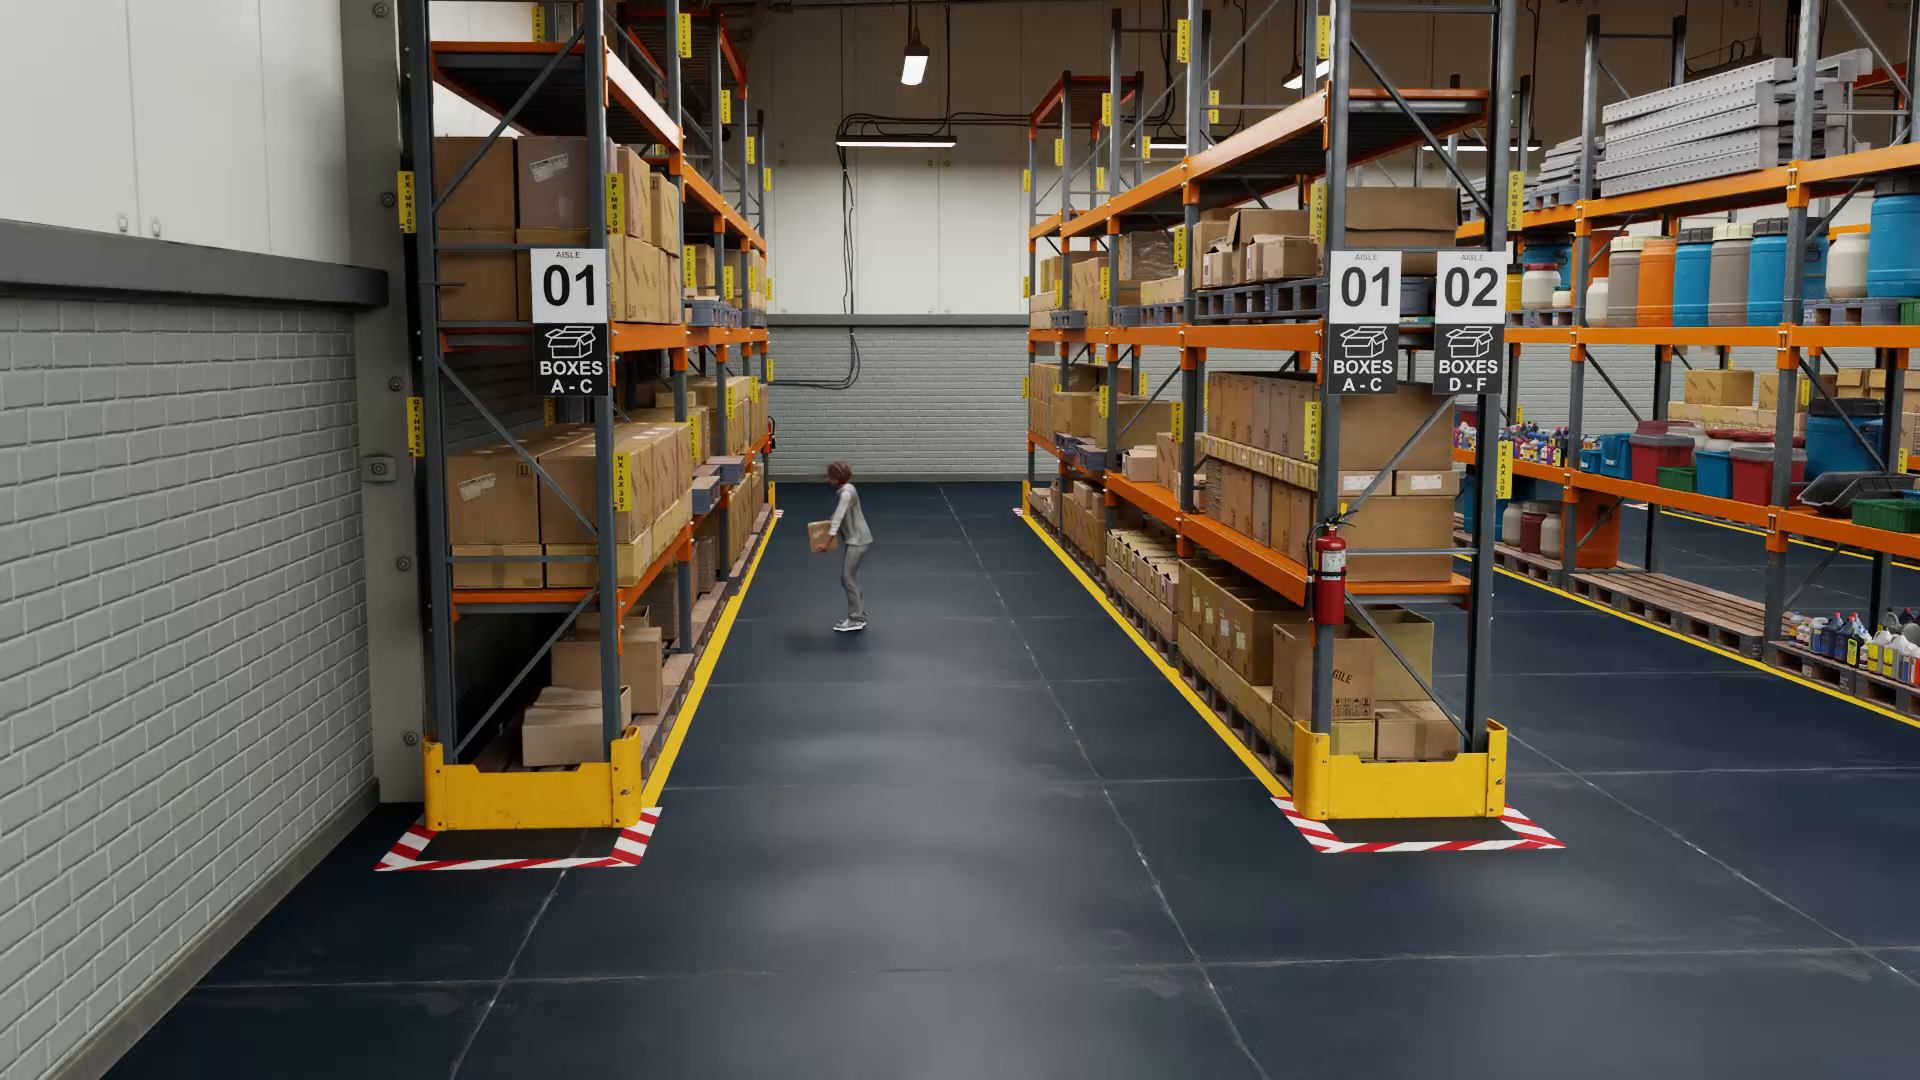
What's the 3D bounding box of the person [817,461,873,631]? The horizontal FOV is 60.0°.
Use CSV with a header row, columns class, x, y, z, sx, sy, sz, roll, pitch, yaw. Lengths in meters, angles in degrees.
class,x,y,z,sx,sy,sz,roll,pitch,yaw
person,-1.074,0.053,15.480,0.525,1.577,0.374,-1,7,-5
